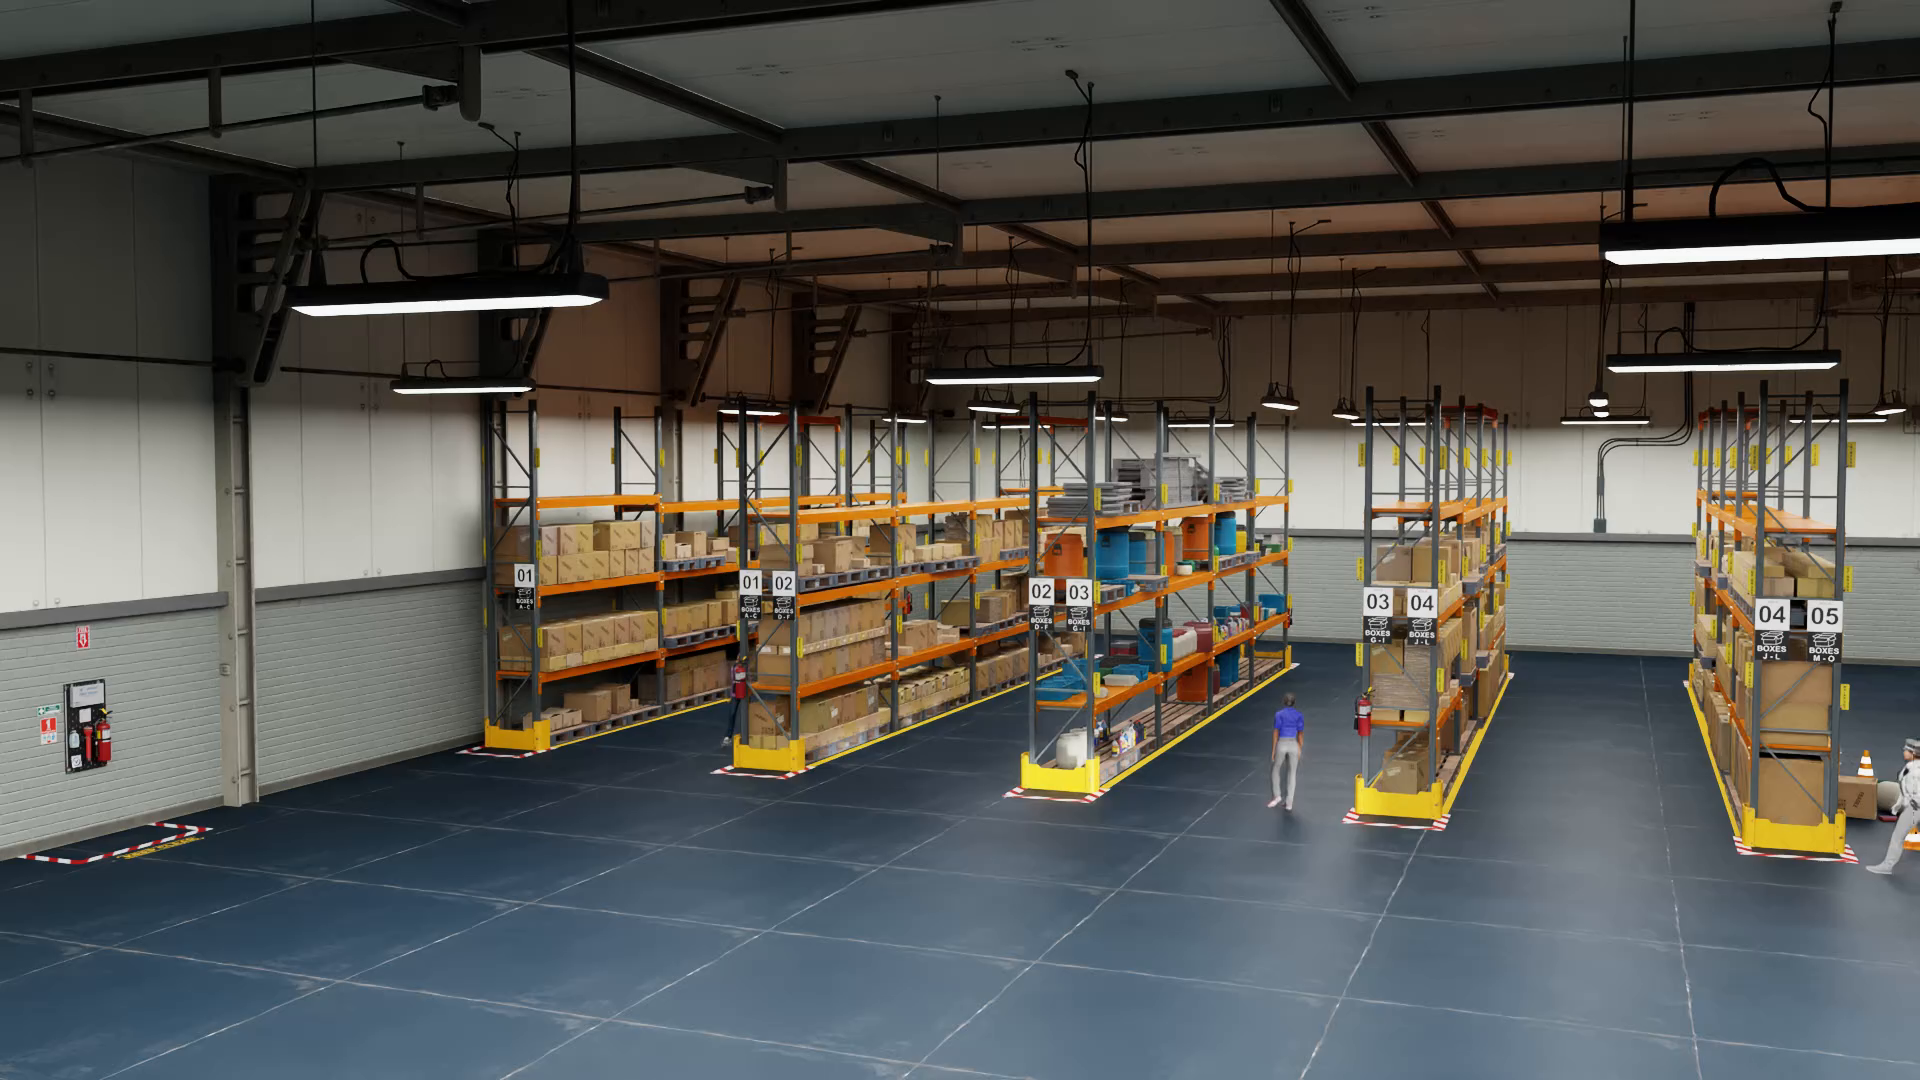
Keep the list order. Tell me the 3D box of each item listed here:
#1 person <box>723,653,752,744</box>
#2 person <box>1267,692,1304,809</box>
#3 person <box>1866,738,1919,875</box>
[{"bbox_3d":[-3.876,2.769,29.189,0.453,1.565,0.806,0,3,5],"label":"person"},{"bbox_3d":[4.638,3.000,23.688,0.511,1.664,0.466,0,3,7],"label":"person"},{"bbox_3d":[11.377,3.188,19.845,0.969,1.639,0.510,1,3,27],"label":"person"}]
